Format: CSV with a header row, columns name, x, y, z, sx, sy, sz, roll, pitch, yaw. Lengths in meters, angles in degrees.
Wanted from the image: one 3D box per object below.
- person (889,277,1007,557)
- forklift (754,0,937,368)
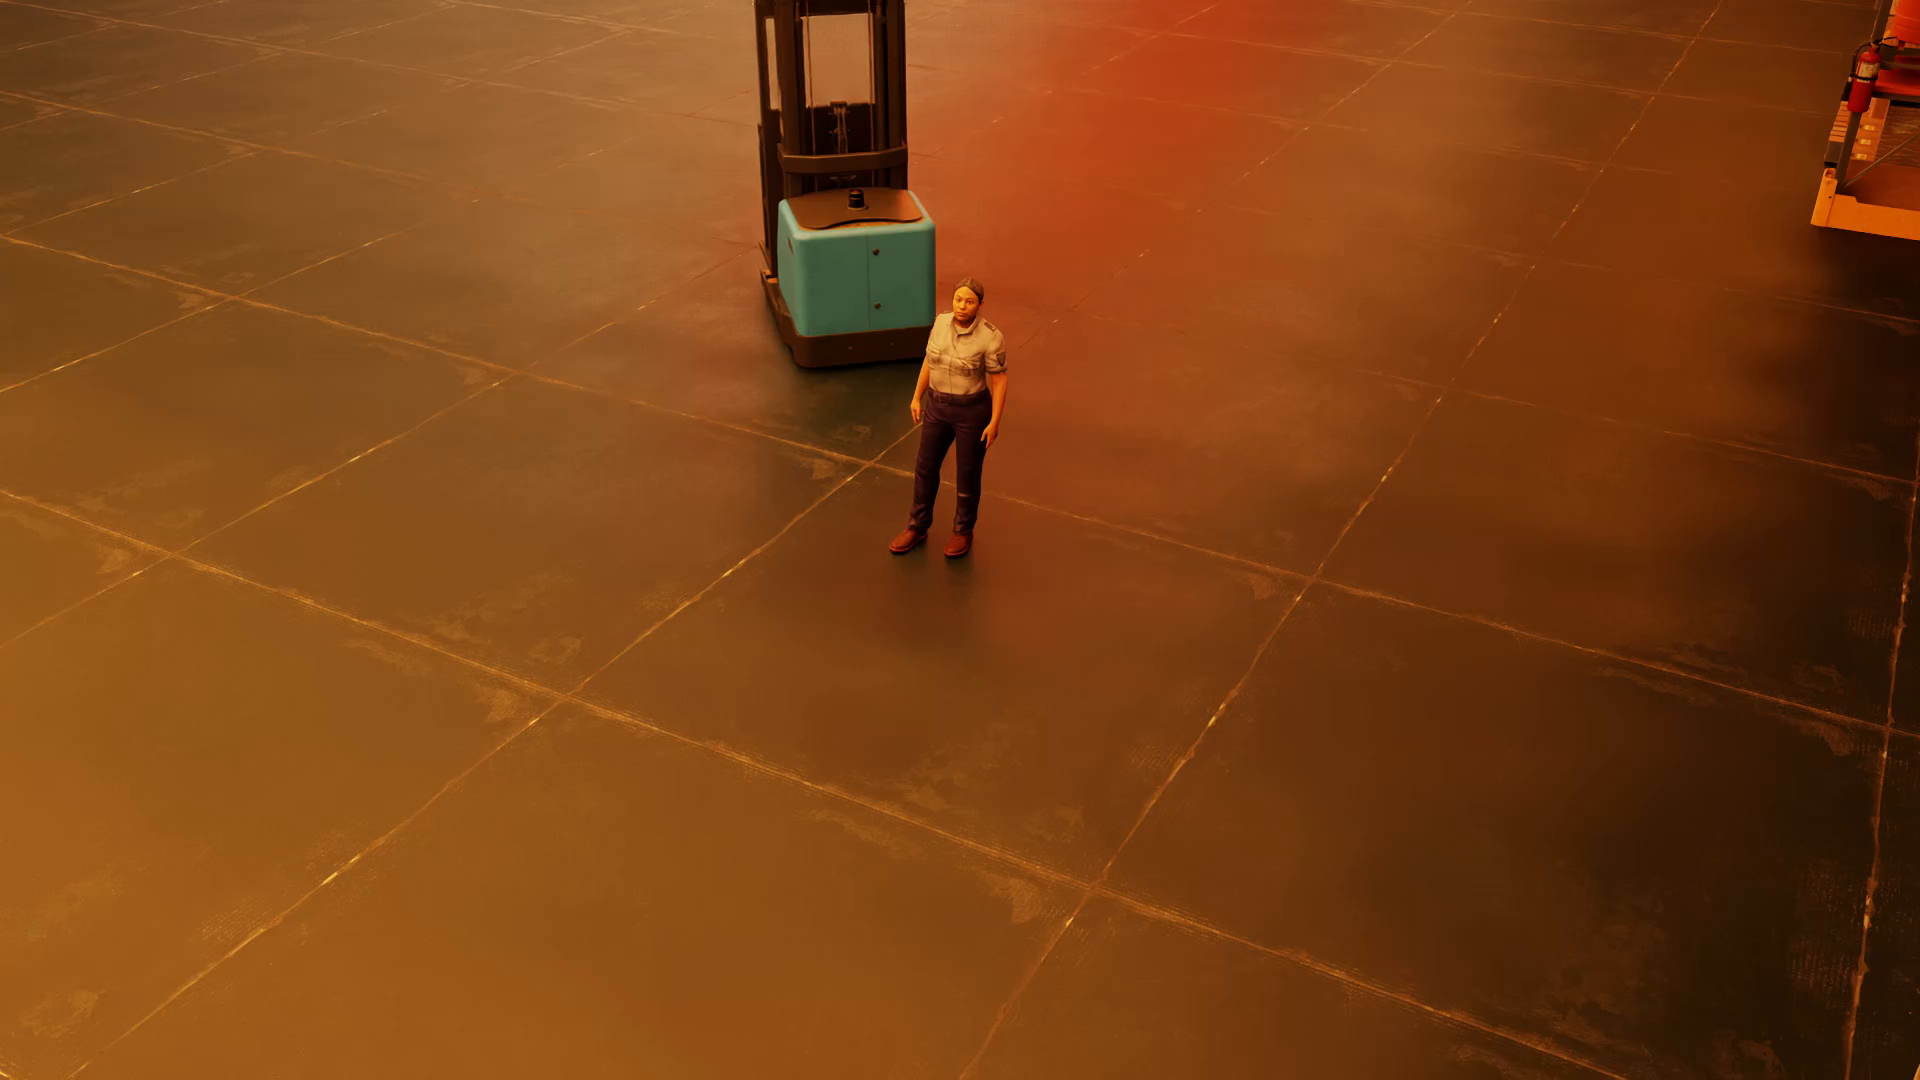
name,x,y,z,sx,sy,sz,roll,pitch,yaw
person,-0.064,-0.686,9.529,0.598,1.651,0.502,15,33,25
forklift,-1.000,-3.238,12.681,1.130,2.935,3.031,-7,31,-12
